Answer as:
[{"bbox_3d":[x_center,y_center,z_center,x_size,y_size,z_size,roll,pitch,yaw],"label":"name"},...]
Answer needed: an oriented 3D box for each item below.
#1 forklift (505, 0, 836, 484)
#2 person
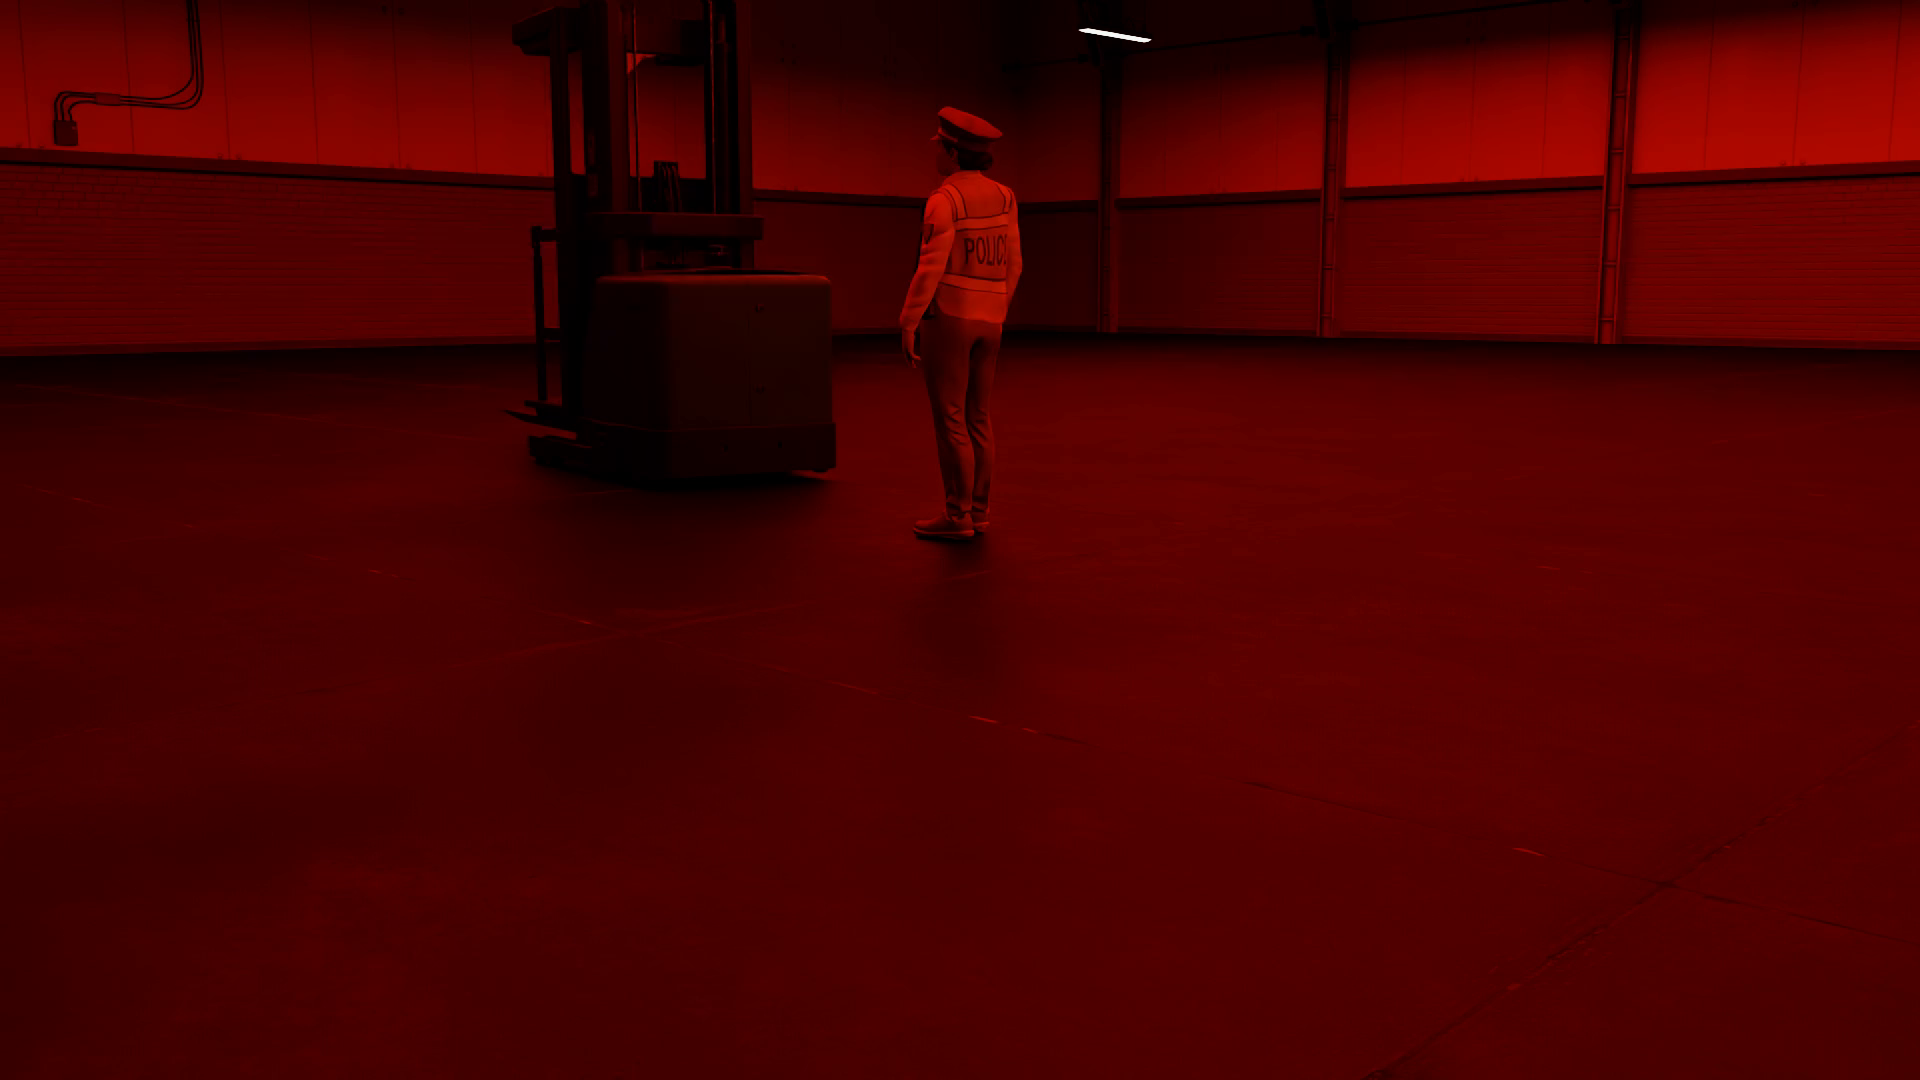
[{"bbox_3d":[-1.864,-1.907,9.538,1.130,2.935,3.031,-5,10,-32],"label":"forklift"},{"bbox_3d":[-0.045,-0.853,6.643,0.530,1.694,0.586,8,12,43],"label":"person"}]
